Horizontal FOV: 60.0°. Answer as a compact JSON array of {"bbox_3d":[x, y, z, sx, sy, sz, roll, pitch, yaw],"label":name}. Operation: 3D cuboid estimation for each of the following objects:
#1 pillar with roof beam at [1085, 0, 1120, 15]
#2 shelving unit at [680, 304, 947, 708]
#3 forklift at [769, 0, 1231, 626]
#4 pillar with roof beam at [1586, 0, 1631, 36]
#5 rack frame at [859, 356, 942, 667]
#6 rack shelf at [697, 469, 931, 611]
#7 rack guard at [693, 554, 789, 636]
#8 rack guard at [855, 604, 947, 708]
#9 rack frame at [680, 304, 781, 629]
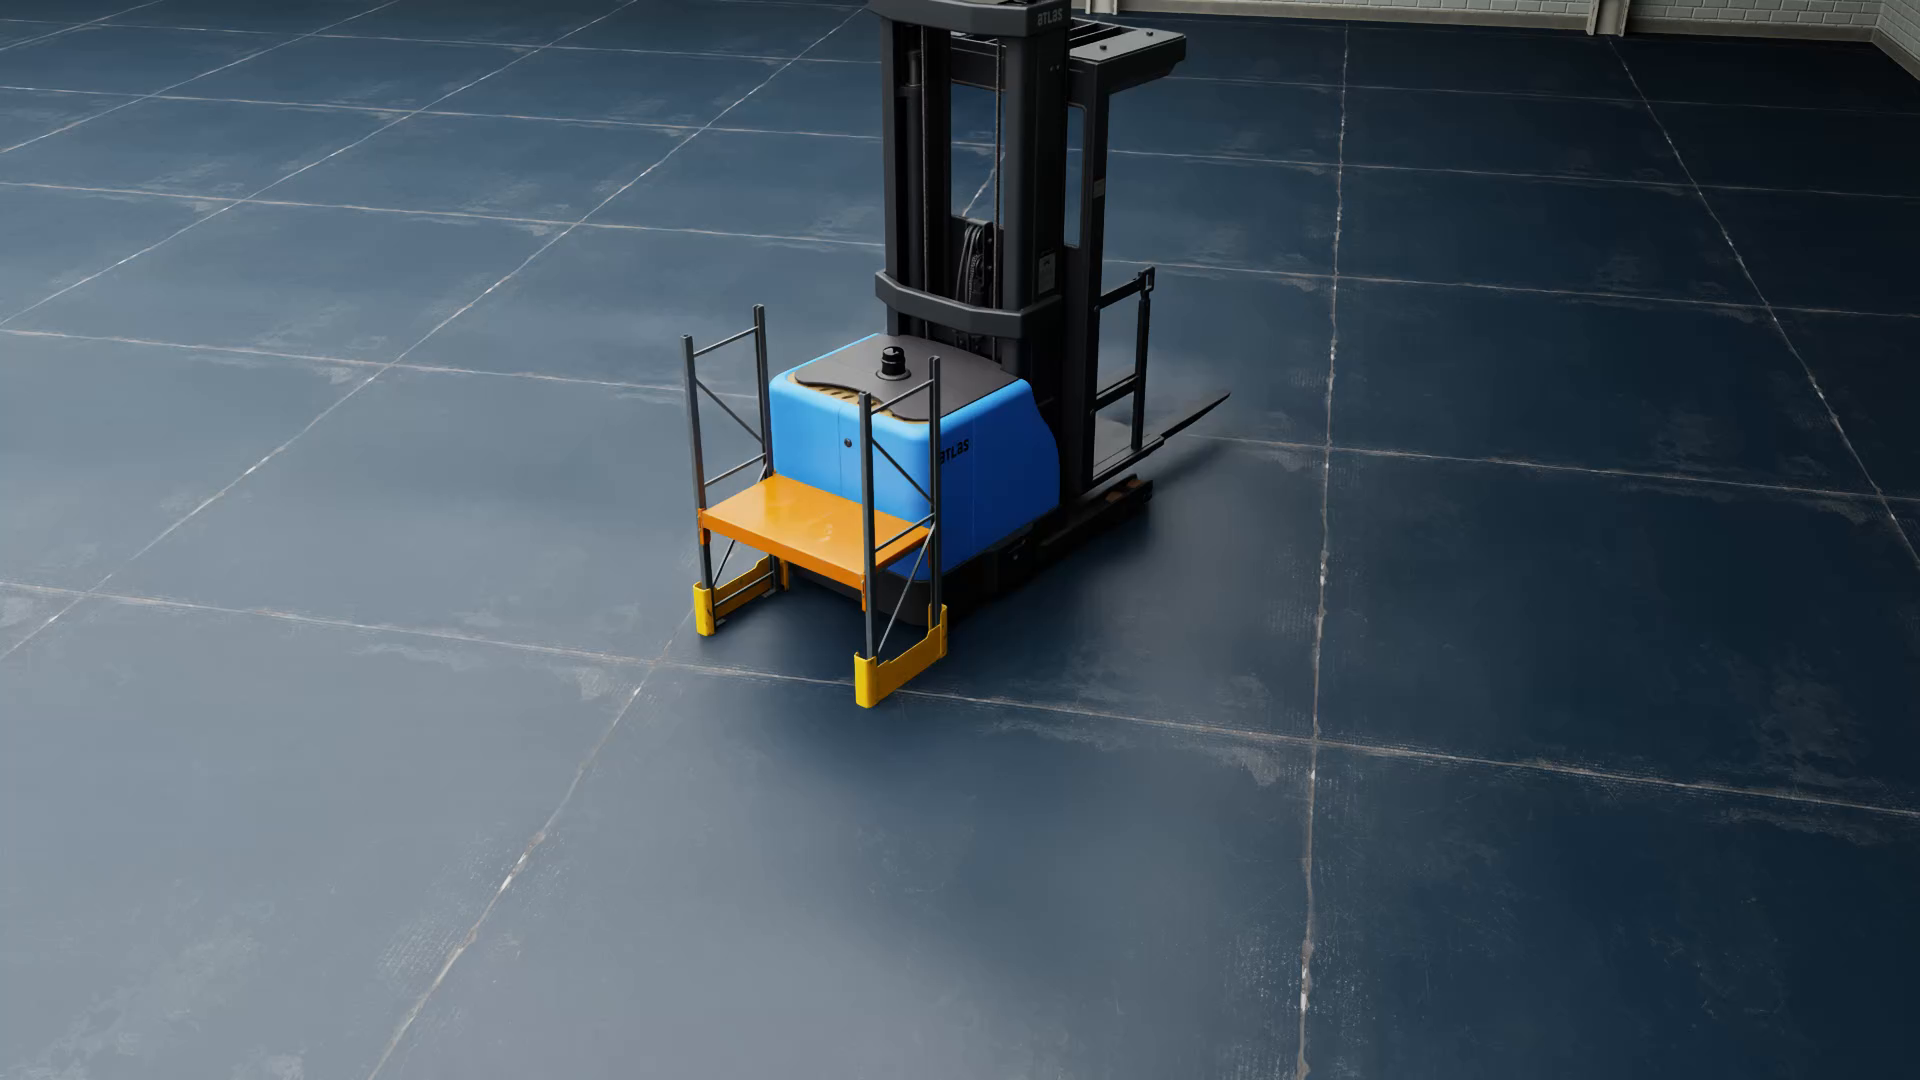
[{"bbox_3d":[0.894,-8.553,15.002,0.400,9.000,9.100,6,29,11],"label":"pillar with roof beam"},{"bbox_3d":[-0.658,-0.176,7.508,1.083,1.500,0.587,20,35,32],"label":"shelving unit"},{"bbox_3d":[0.396,-1.516,8.467,1.130,2.935,3.031,22,35,34],"label":"forklift"},{"bbox_3d":[6.761,-7.952,13.903,0.400,9.000,9.100,6,29,11],"label":"pillar with roof beam"},{"bbox_3d":[-0.246,-0.025,7.234,0.032,1.500,0.500,20,35,32],"label":"rack frame"},{"bbox_3d":[-0.651,-0.015,7.590,1.000,0.185,0.538,20,35,32],"label":"rack shelf"},{"bbox_3d":[-1.055,0.228,8.073,0.087,0.250,0.587,20,35,32],"label":"rack guard"},{"bbox_3d":[-0.261,0.517,7.545,0.087,0.250,0.587,20,35,32],"label":"rack guard"},{"bbox_3d":[-1.056,-0.321,7.773,0.032,1.500,0.500,20,35,32],"label":"rack frame"}]
